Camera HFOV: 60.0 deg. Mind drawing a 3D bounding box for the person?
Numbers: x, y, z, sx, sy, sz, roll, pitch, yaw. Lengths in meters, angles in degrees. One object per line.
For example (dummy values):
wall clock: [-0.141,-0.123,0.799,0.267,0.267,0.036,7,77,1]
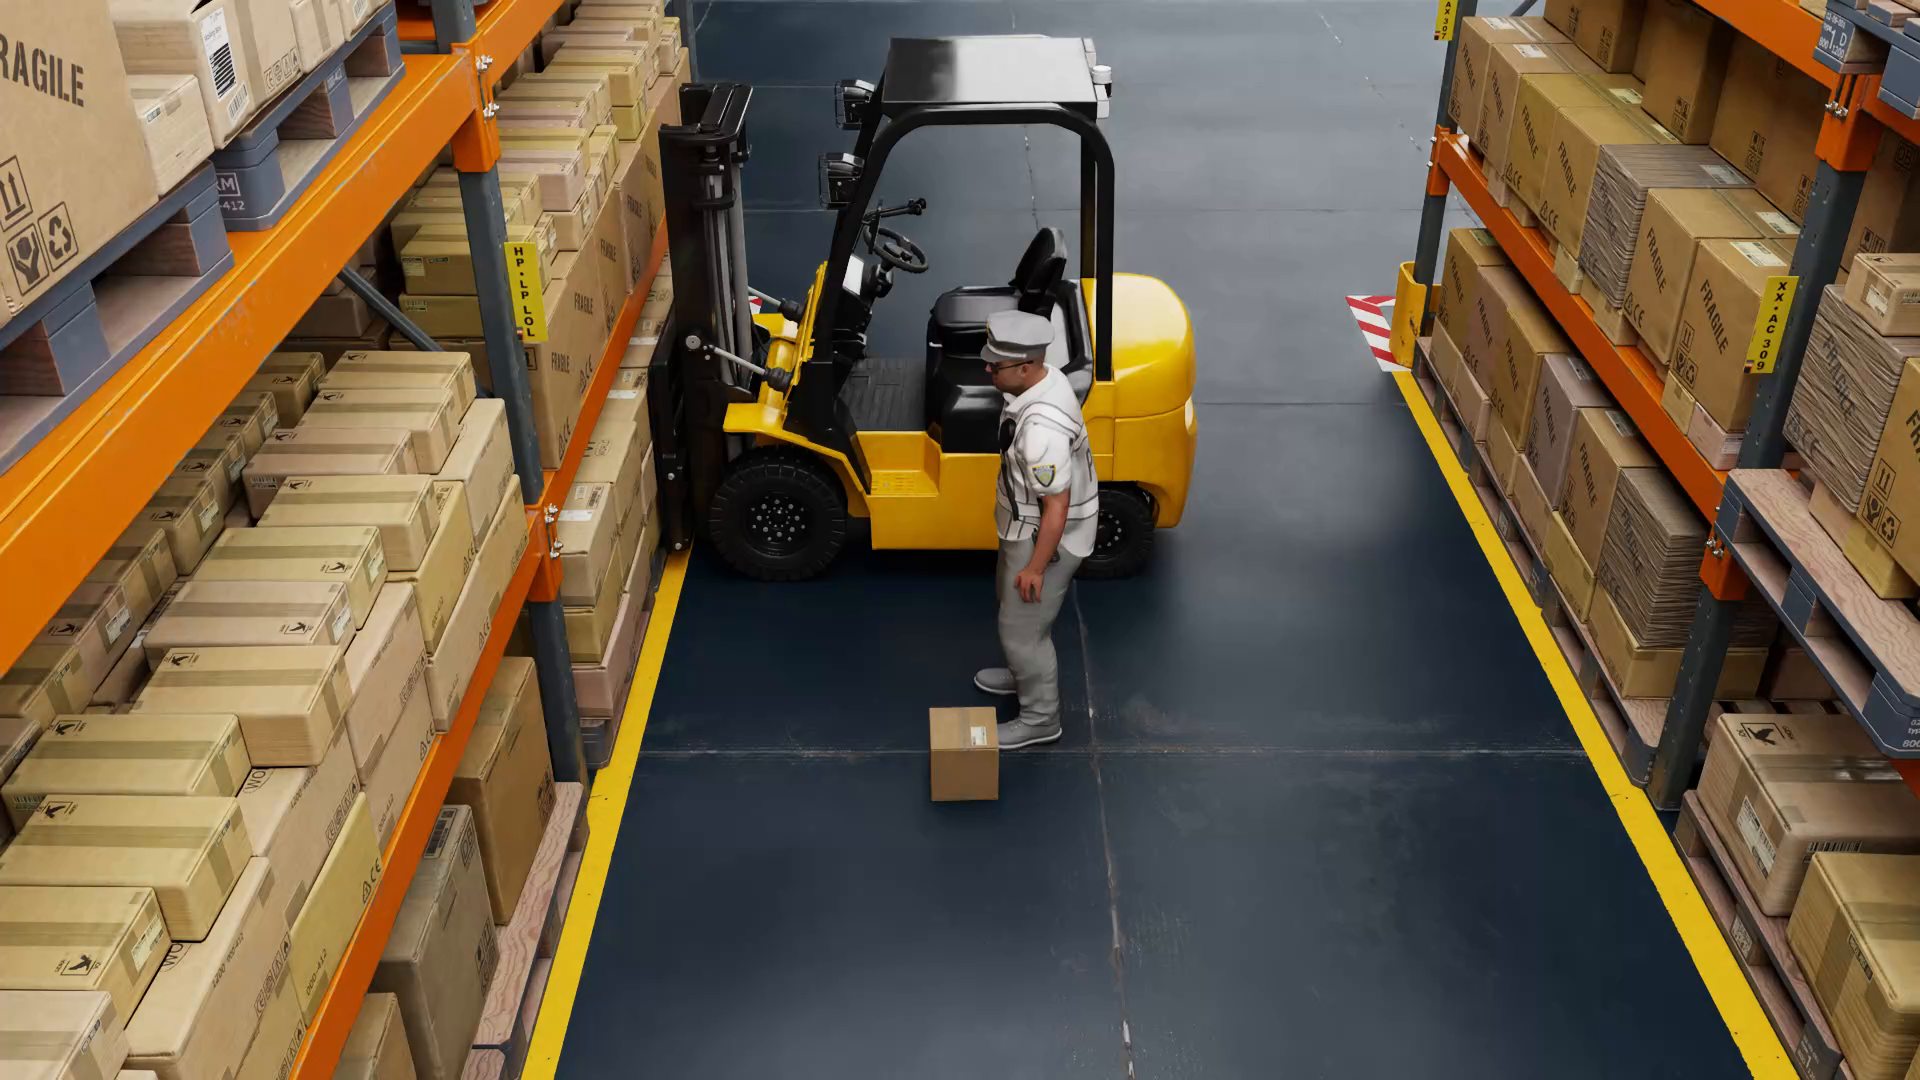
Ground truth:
person: [0.282,-0.030,6.177,0.436,1.747,0.599,-2,31,-3]
